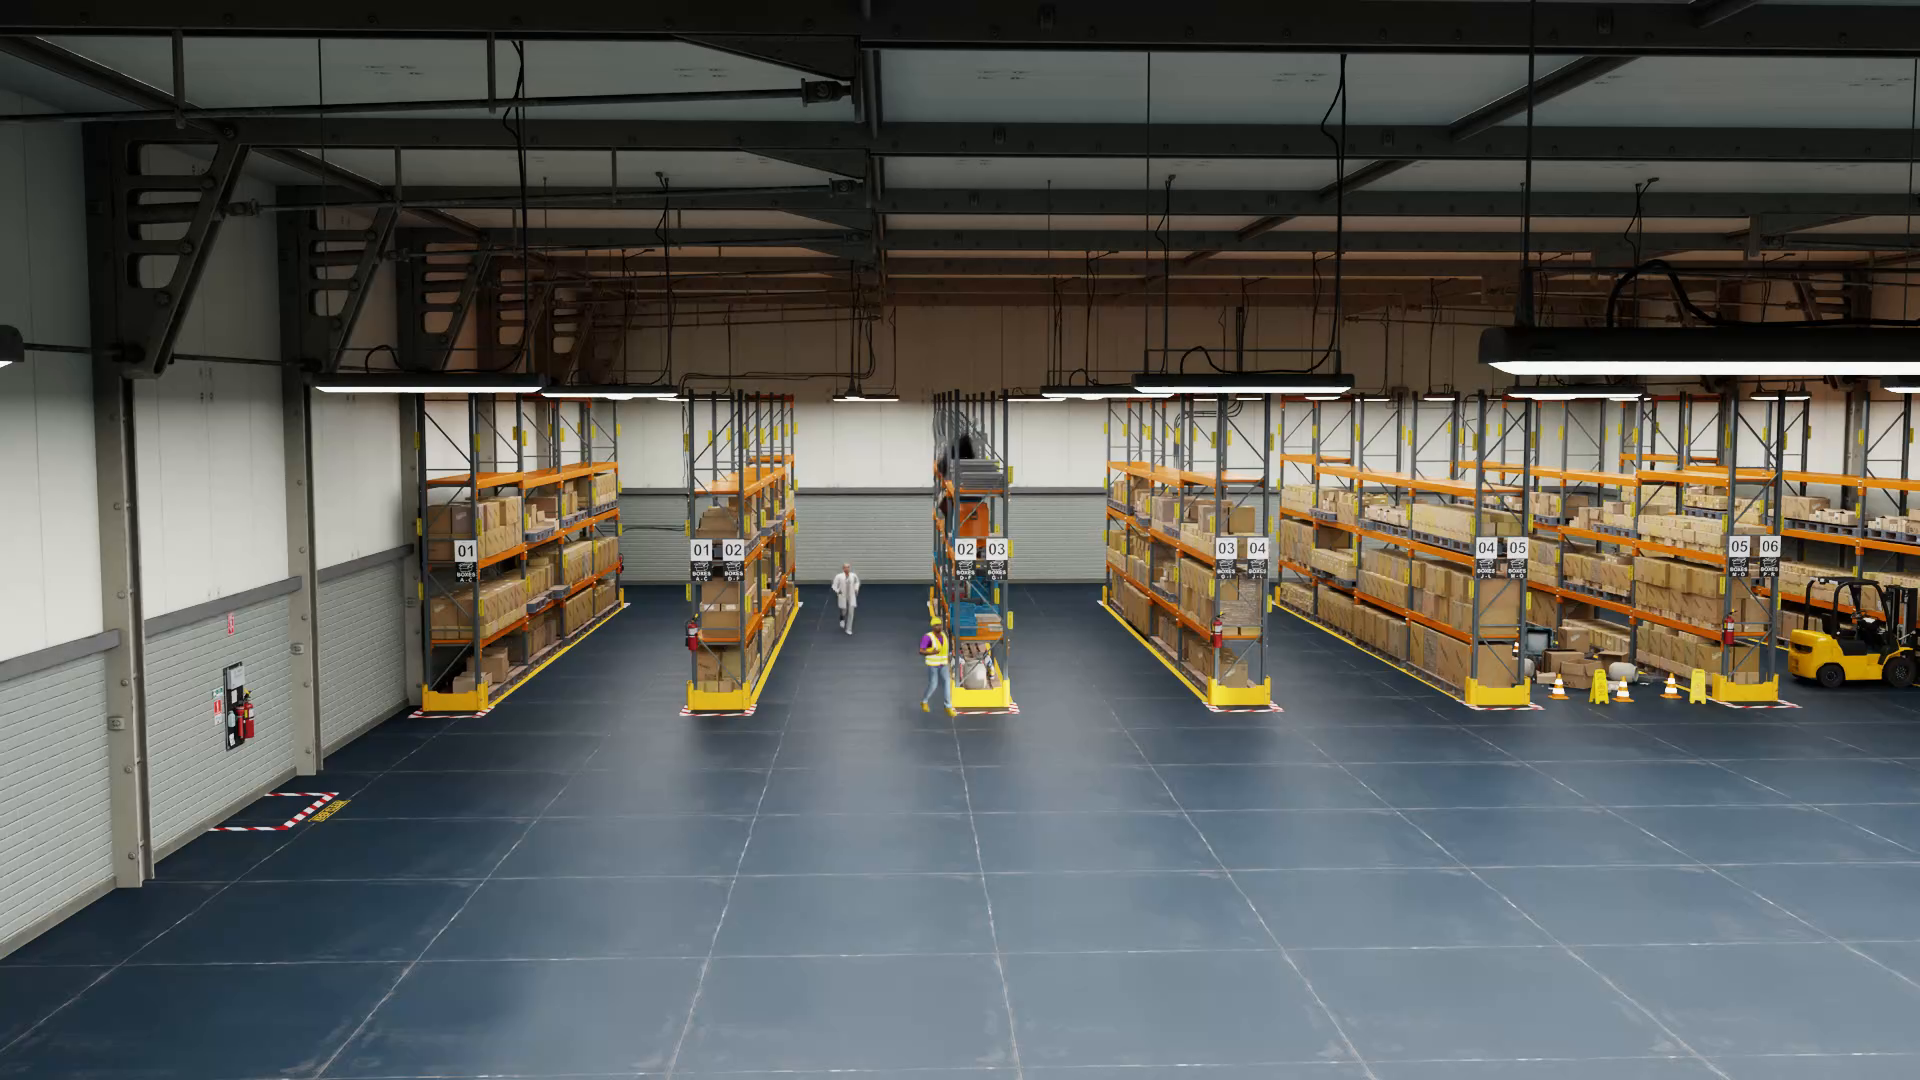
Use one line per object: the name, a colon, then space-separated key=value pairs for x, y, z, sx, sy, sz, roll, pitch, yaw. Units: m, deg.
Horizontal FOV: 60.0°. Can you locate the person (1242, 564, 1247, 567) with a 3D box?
person: x=8.510 y=0.932 z=48.316 sx=0.665 sy=1.736 sz=0.593 roll=3 pitch=6 yaw=32

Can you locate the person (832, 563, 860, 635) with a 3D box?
person: x=-2.822 y=1.464 z=41.569 sx=0.712 sy=1.764 sz=0.851 roll=-1 pitch=5 yaw=-14

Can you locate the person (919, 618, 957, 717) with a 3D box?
person: x=-0.433 y=2.322 z=30.610 sx=0.700 sy=1.783 sz=0.858 roll=-3 pitch=6 yaw=-33

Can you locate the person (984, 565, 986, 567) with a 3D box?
person: x=0.555 y=0.987 z=48.301 sx=0.610 sy=1.610 sz=0.611 roll=1 pitch=5 yaw=17
